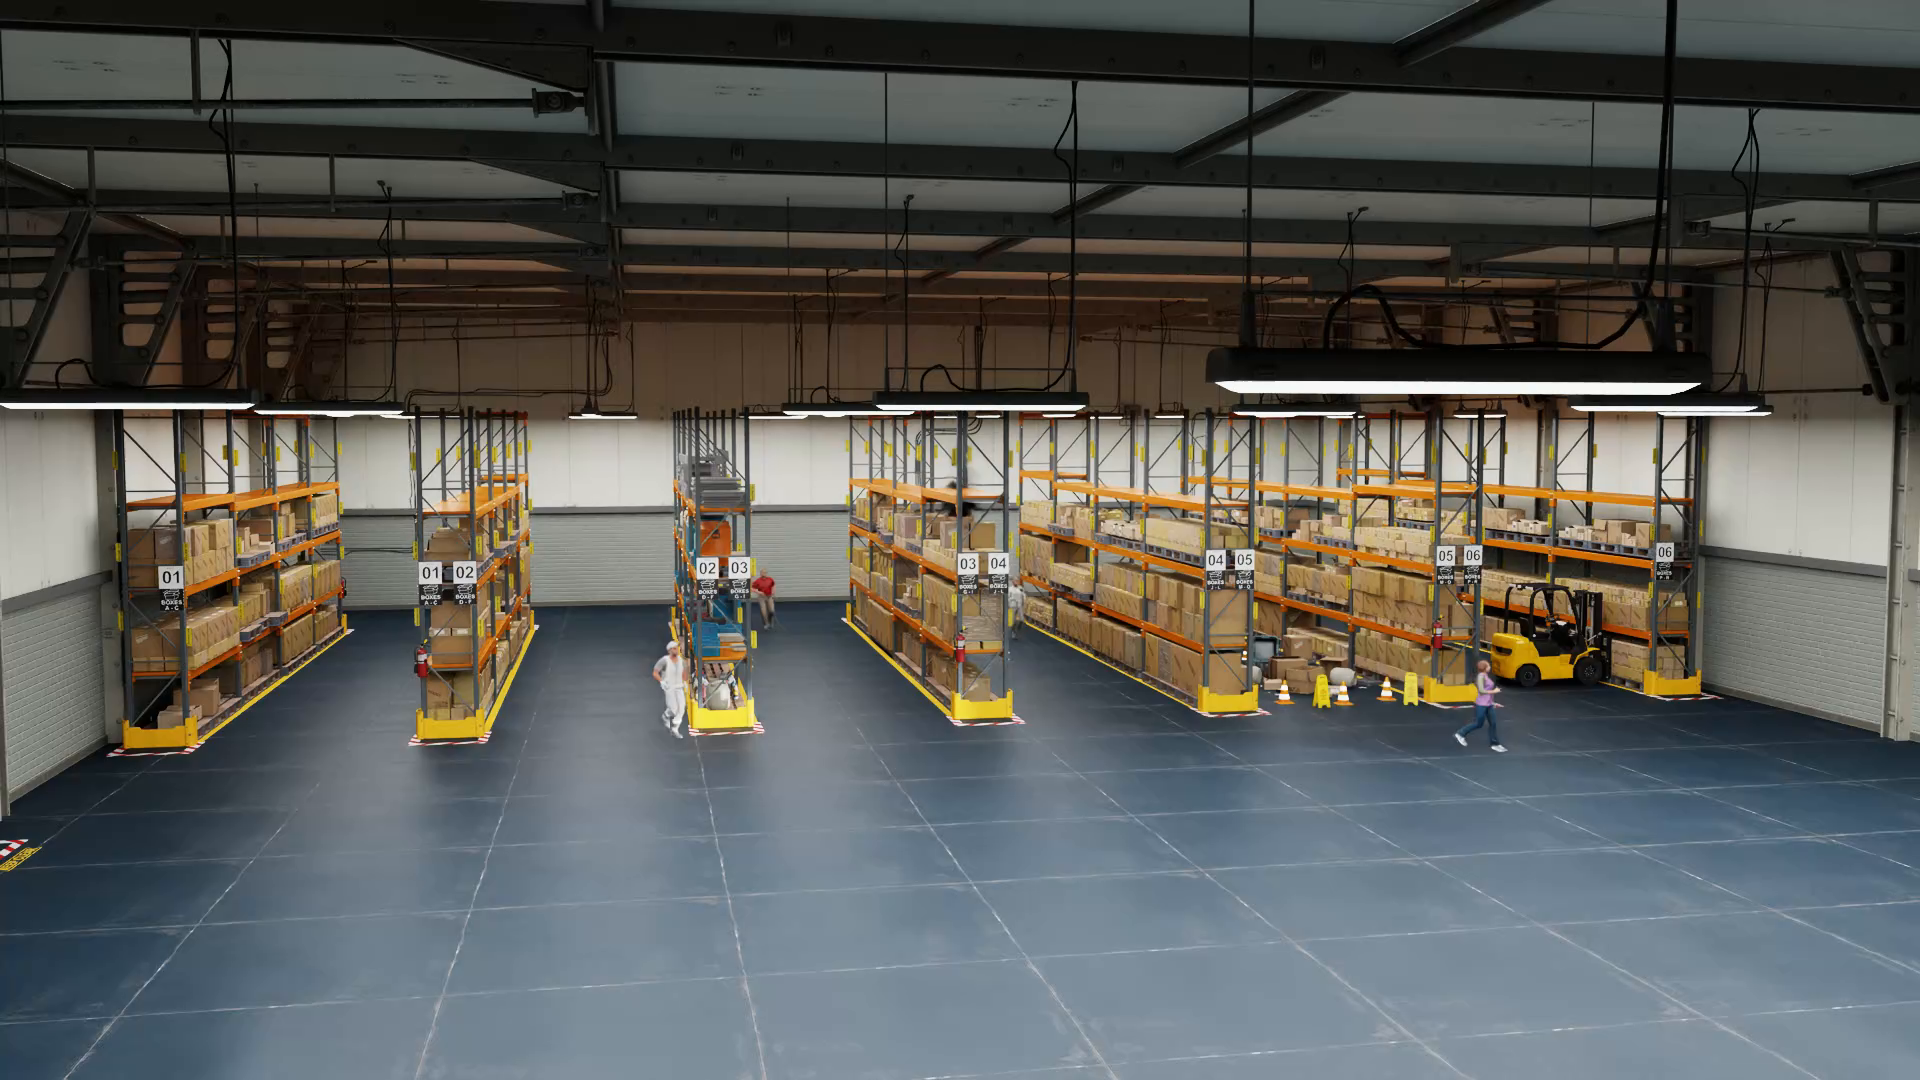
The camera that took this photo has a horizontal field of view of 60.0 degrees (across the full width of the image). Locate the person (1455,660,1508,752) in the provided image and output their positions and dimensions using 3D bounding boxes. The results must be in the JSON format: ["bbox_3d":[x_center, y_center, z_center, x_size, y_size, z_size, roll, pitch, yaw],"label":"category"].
[{"bbox_3d":[9.064,2.863,28.843,0.879,1.586,0.544,3,5,33],"label":"person"}]

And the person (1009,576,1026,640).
[{"bbox_3d":[1.499,1.781,43.711,0.595,1.689,0.619,-1,4,-12],"label":"person"}]

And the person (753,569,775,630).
[{"bbox_3d":[-5.354,1.636,45.641,0.656,1.677,0.565,-1,4,-18],"label":"person"}]

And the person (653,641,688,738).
[{"bbox_3d":[-5.239,2.708,30.248,0.694,1.751,0.566,-3,5,-37],"label":"person"}]
